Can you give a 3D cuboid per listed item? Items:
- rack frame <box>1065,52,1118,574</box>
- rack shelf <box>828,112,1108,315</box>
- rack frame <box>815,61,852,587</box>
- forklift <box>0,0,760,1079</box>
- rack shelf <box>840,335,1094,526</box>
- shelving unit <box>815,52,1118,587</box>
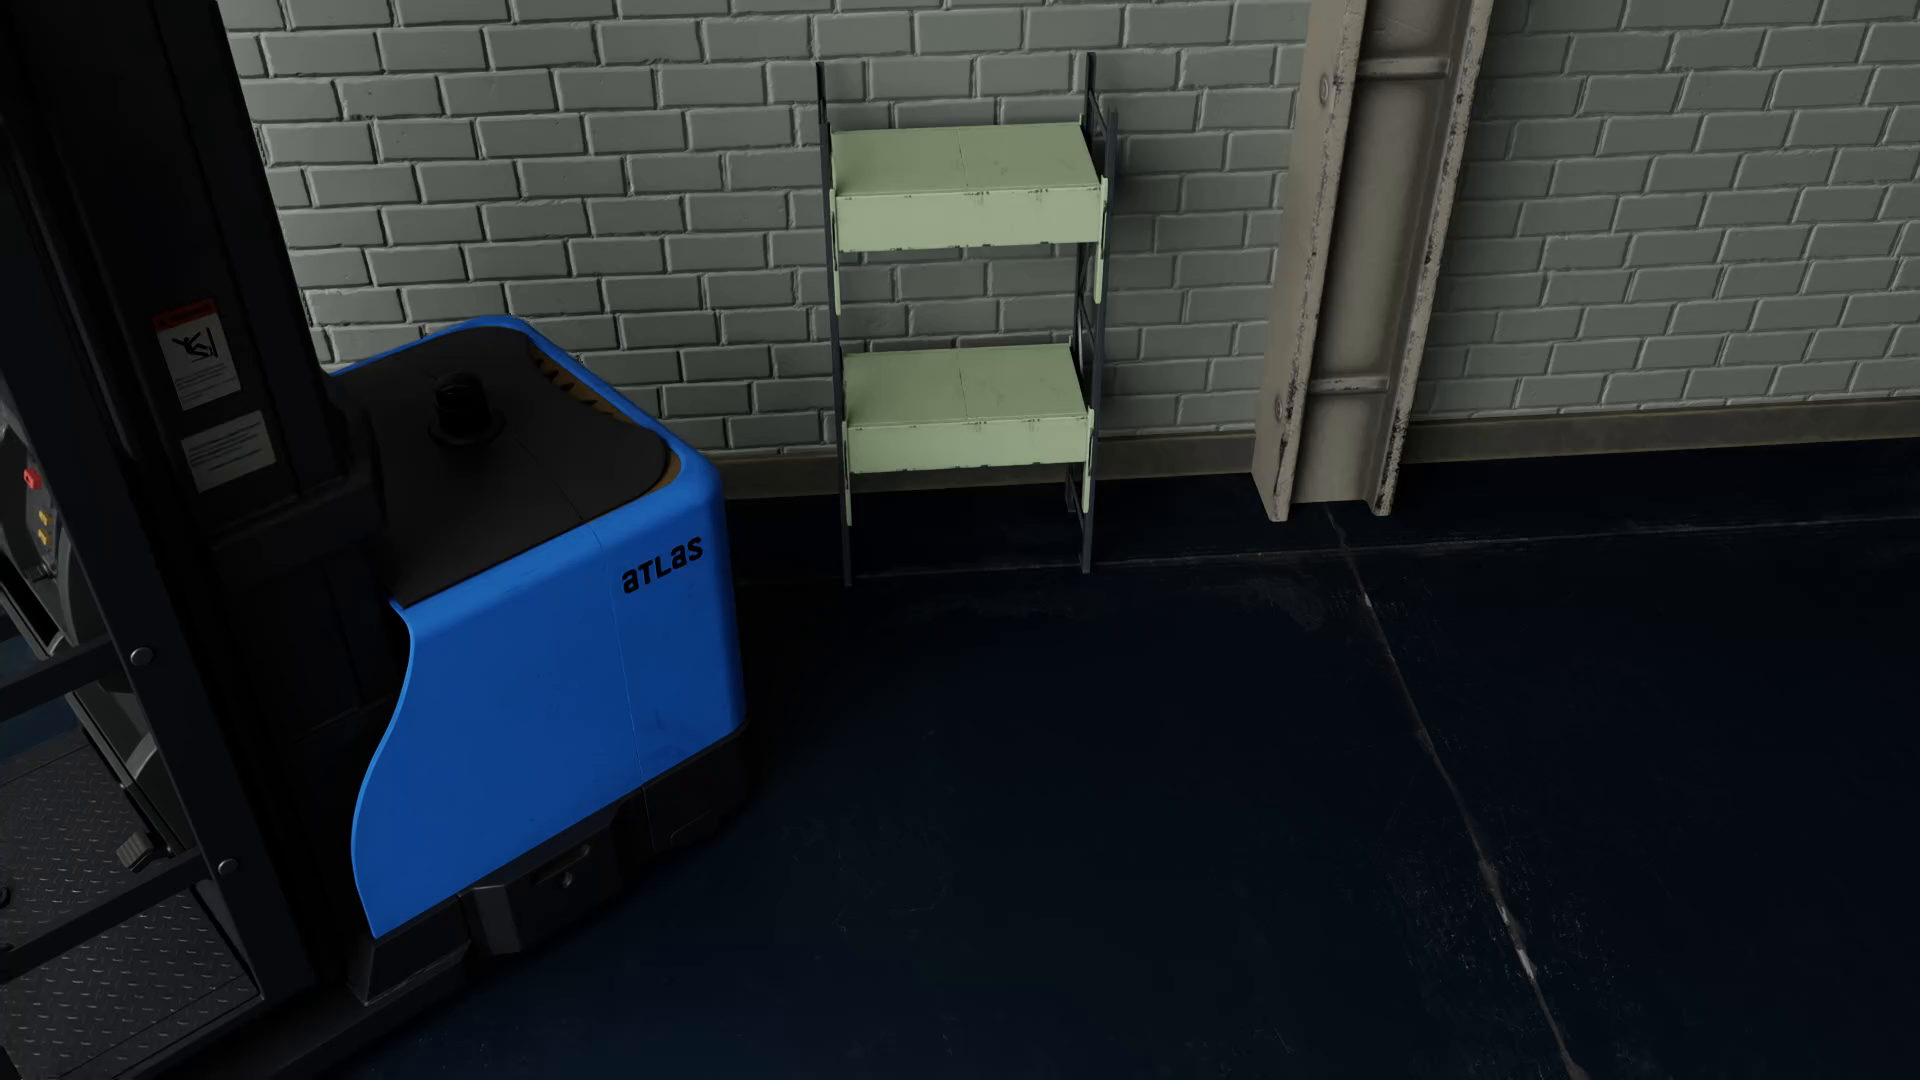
[{"bbox_3d":[0.371,-0.609,4.811,0.023,1.500,0.400,-3,38,-4],"label":"rack frame"},{"bbox_3d":[0.007,-0.896,4.544,0.720,0.370,0.431,-3,38,-4],"label":"rack shelf"},{"bbox_3d":[-0.358,-0.569,4.760,0.023,1.500,0.400,-3,38,-4],"label":"rack frame"},{"bbox_3d":[-1.957,-0.080,2.986,3.031,2.935,1.130,-29,47,-32],"label":"forklift"},{"bbox_3d":[0.007,-0.333,4.988,0.720,0.370,0.431,-3,38,-4],"label":"rack shelf"},{"bbox_3d":[0.007,-0.589,4.786,0.755,1.500,0.431,-3,38,-4],"label":"shelving unit"}]
